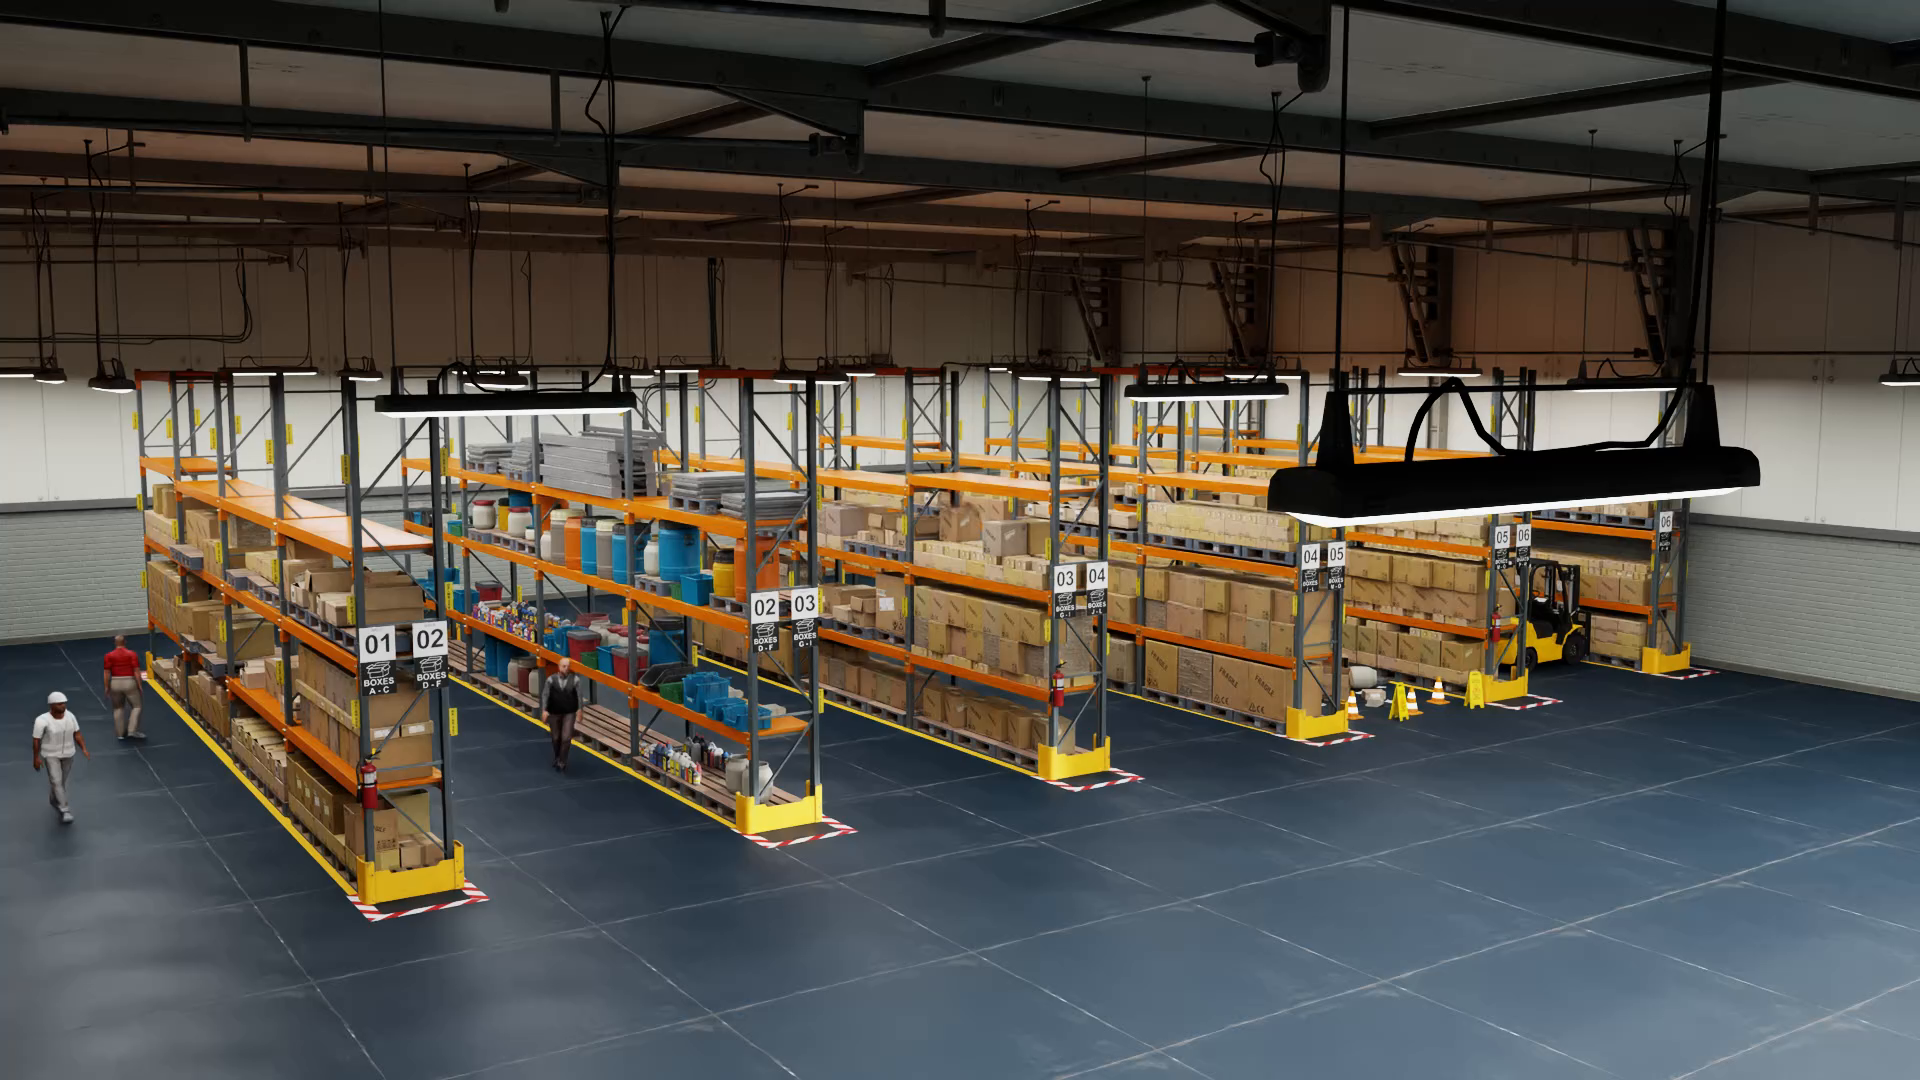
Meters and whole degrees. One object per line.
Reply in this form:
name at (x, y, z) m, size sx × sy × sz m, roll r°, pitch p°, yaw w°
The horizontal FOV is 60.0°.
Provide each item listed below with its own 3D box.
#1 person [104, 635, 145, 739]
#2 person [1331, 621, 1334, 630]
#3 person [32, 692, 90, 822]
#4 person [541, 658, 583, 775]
person at (-13.684, 2.411, 27.196) m, size 0.576 × 1.716 × 0.531 m, roll -1°, pitch 7°, yaw -10°
person at (8.092, 1.400, 35.934) m, size 0.583 × 1.784 × 0.553 m, roll -4°, pitch 8°, yaw -34°
person at (-12.246, 2.908, 22.629) m, size 1.113 × 1.698 × 0.651 m, roll 6°, pitch 8°, yaw 40°
person at (-6.026, 2.681, 25.173) m, size 0.593 × 1.792 × 0.591 m, roll 0°, pitch 6°, yaw -4°
